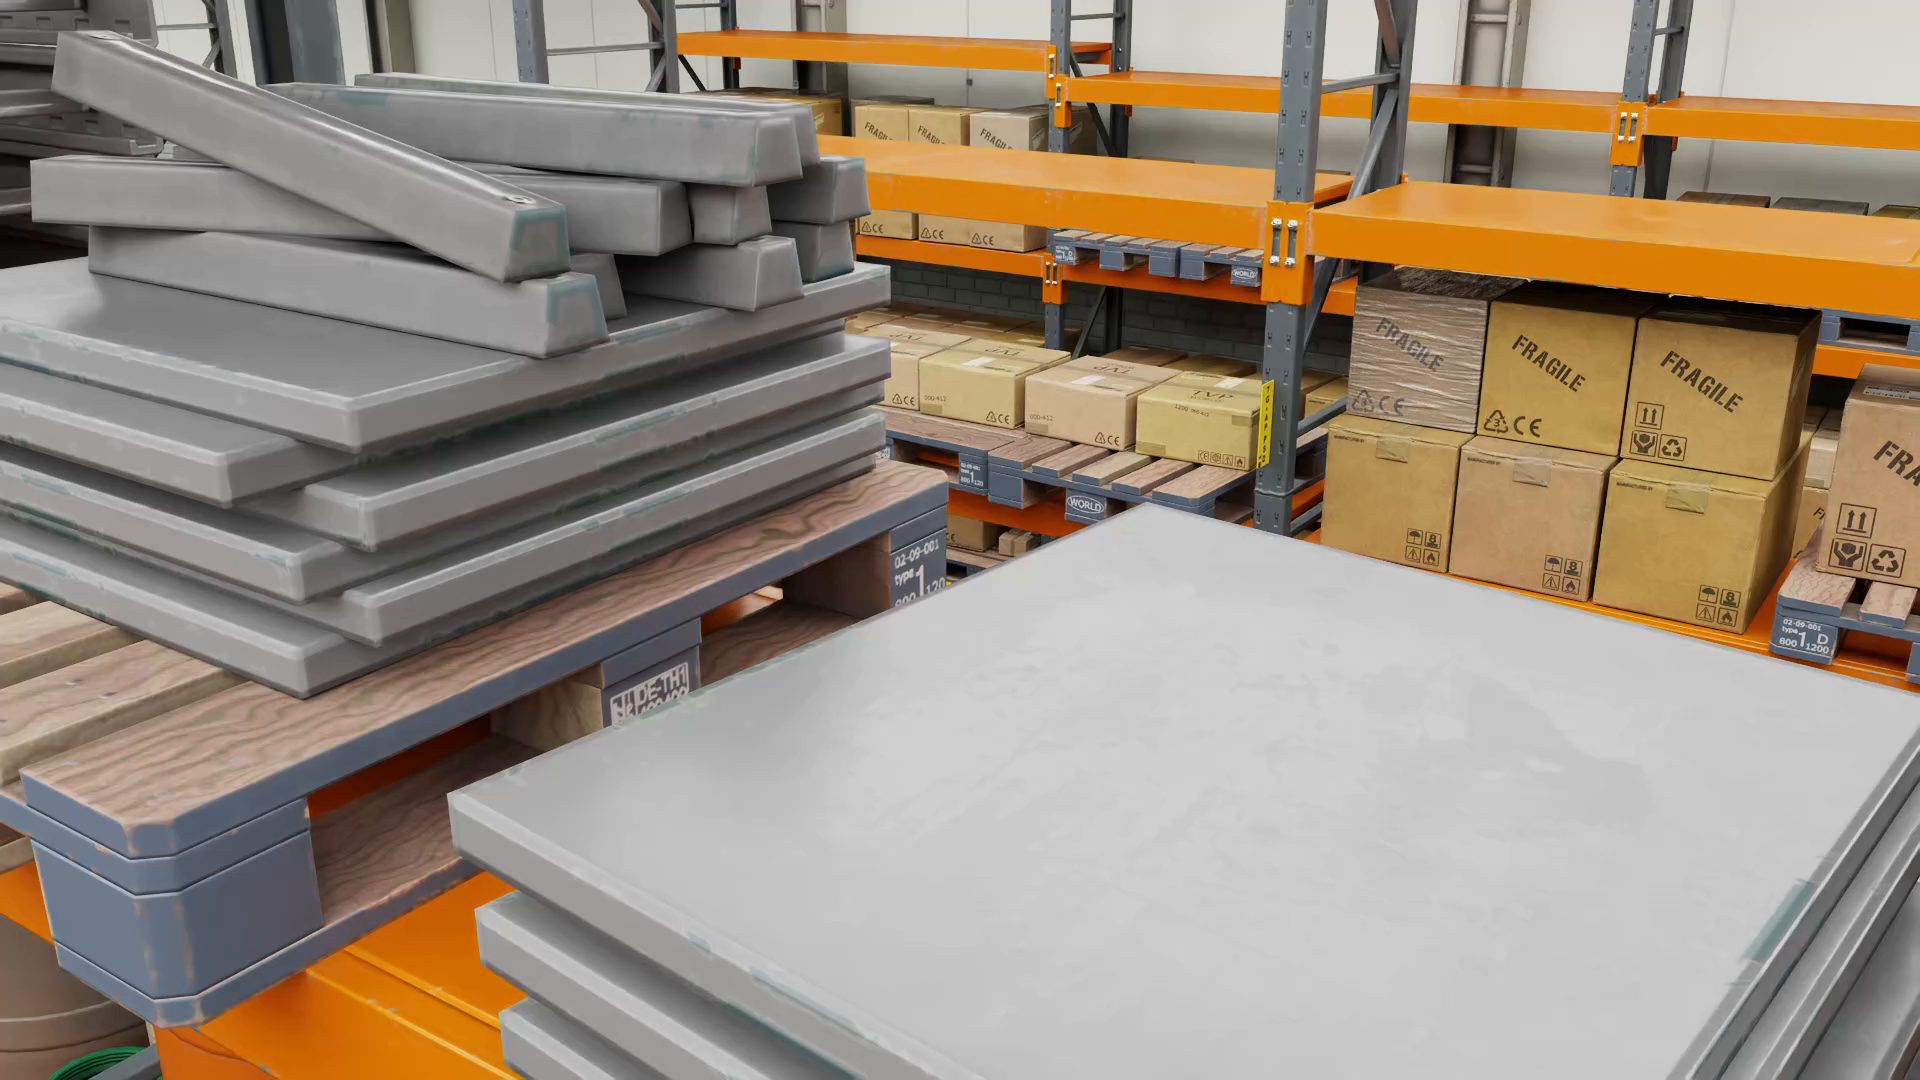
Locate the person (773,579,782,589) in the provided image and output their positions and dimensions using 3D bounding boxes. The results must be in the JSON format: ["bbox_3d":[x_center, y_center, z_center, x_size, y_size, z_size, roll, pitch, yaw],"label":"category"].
[{"bbox_3d":[-1.169,0.028,12.227,0.579,1.719,0.422,12,23,30],"label":"person"}]
